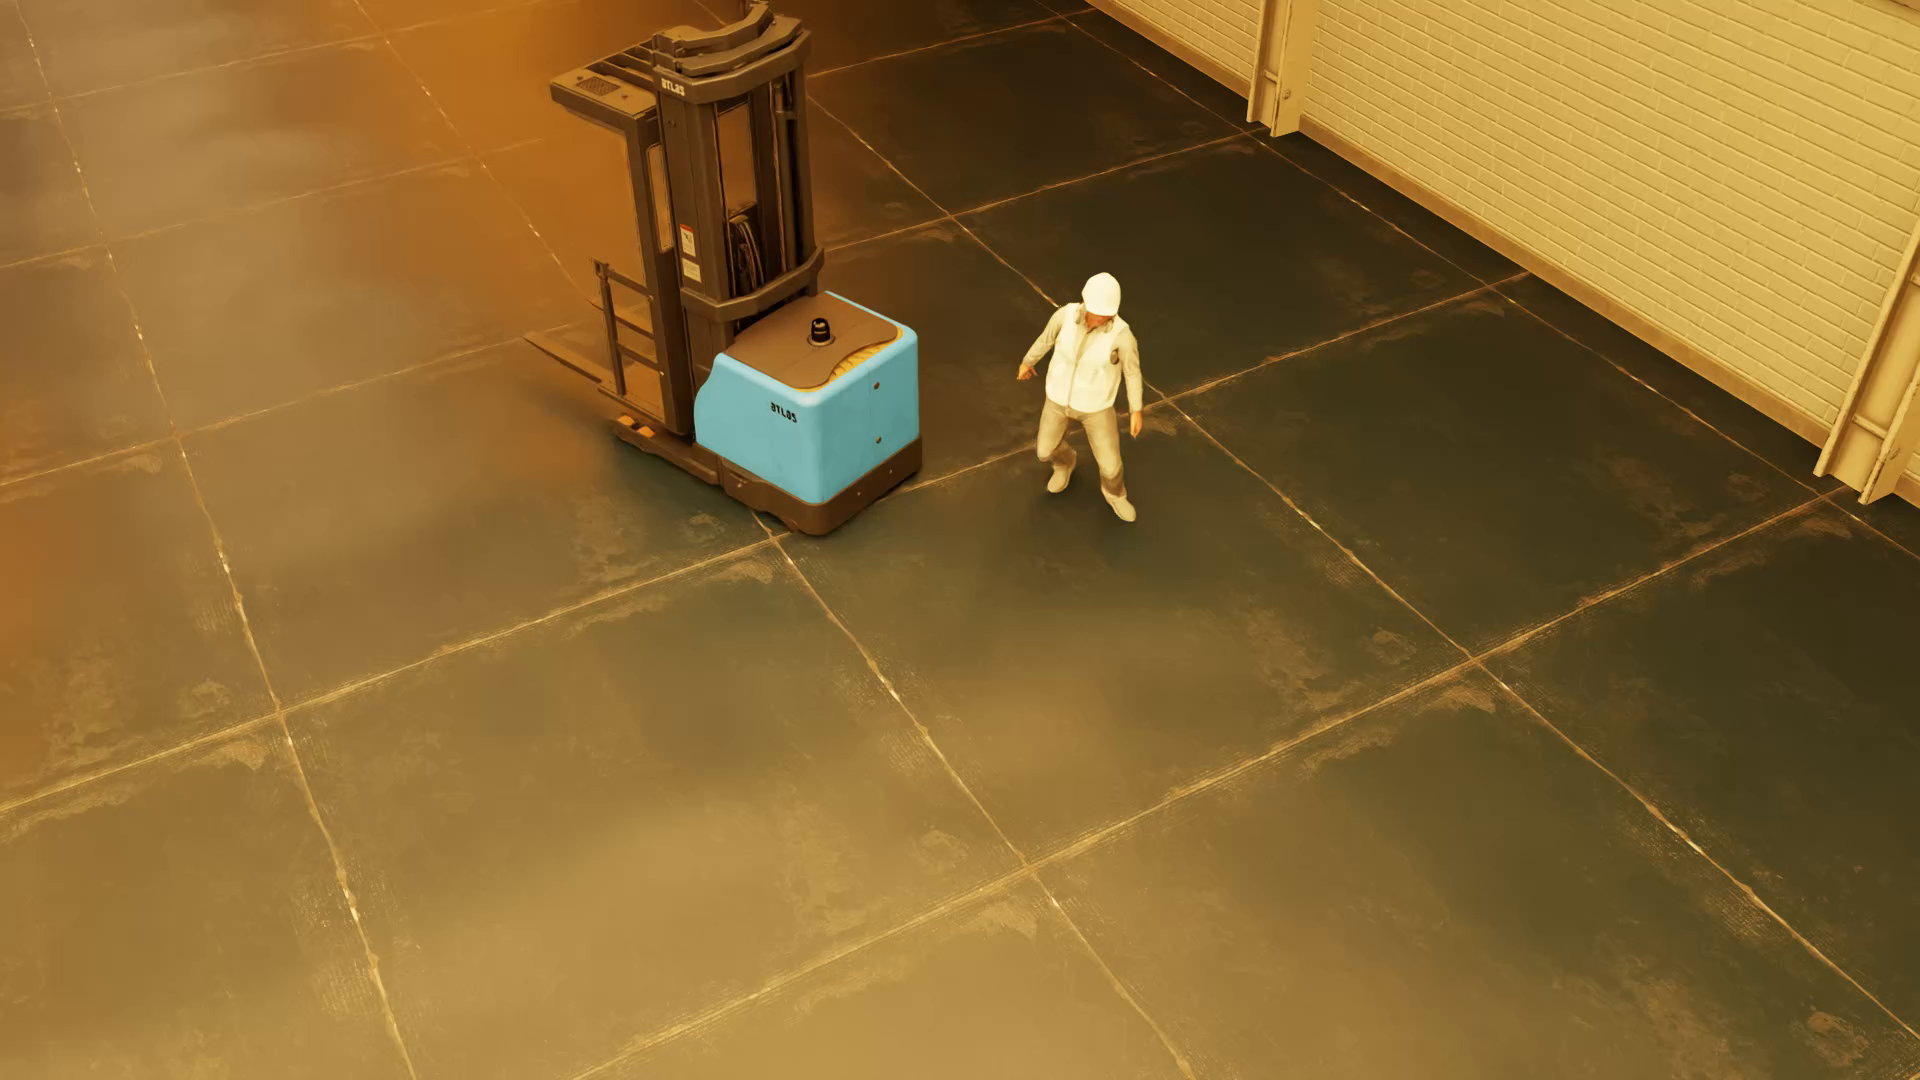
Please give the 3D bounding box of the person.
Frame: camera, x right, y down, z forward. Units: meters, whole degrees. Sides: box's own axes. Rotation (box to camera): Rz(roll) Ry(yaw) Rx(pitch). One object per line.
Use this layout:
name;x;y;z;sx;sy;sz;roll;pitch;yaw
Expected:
person;0.746;-0.932;10.136;0.873;1.699;0.486;19;43;21

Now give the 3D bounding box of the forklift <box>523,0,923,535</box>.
forklift;-1.702;-1.946;10.383;3.031;2.935;1.130;28;47;29
